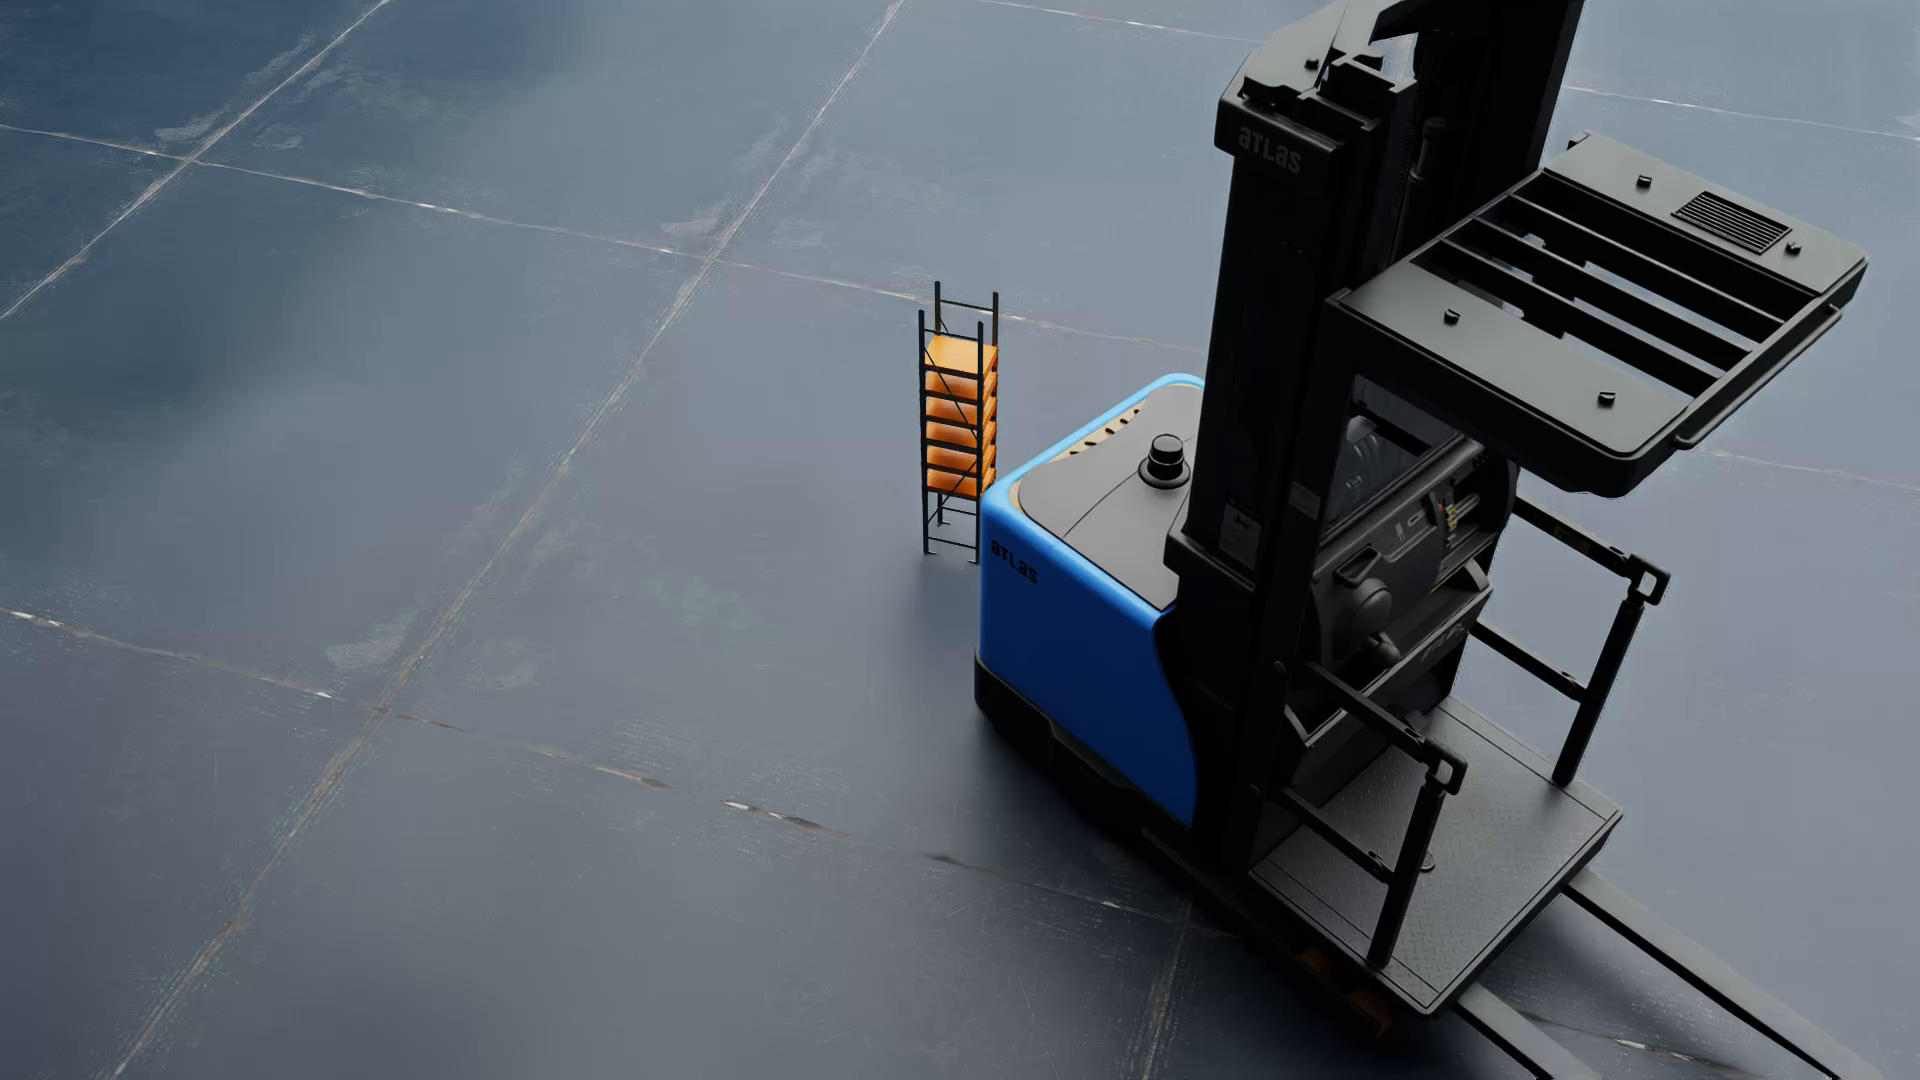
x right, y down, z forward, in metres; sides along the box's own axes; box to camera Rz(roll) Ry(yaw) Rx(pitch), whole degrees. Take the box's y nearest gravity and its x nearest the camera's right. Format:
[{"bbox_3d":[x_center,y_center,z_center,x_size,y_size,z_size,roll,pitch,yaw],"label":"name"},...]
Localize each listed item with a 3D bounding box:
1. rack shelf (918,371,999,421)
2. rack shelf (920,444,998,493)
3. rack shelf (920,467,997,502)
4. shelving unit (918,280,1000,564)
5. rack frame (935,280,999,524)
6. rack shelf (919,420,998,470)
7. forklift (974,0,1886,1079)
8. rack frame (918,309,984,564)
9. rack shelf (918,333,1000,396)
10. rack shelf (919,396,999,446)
[{"bbox_3d":[-0.004,-0.559,6.184,0.258,0.103,0.180,13,46,12],"label":"rack shelf"},{"bbox_3d":[-0.004,-0.302,6.436,0.258,0.103,0.180,13,46,12],"label":"rack shelf"},{"bbox_3d":[-0.004,-0.216,6.519,0.258,0.103,0.180,13,46,12],"label":"rack shelf"},{"bbox_3d":[-0.004,-0.419,6.321,0.258,1.200,0.189,13,46,12],"label":"shelving unit"},{"bbox_3d":[0.023,-0.480,6.383,0.240,1.200,0.006,13,46,12],"label":"rack frame"},{"bbox_3d":[-0.004,-0.387,6.352,0.258,0.103,0.180,13,46,12],"label":"rack shelf"},{"bbox_3d":[1.425,0.092,4.561,1.130,2.935,3.031,-33,53,-29],"label":"forklift"},{"bbox_3d":[-0.032,-0.358,6.258,0.240,1.200,0.006,13,46,12],"label":"rack frame"},{"bbox_3d":[-0.004,-0.645,6.100,0.258,0.103,0.180,13,46,12],"label":"rack shelf"},{"bbox_3d":[-0.004,-0.473,6.268,0.258,0.103,0.180,13,46,12],"label":"rack shelf"}]
